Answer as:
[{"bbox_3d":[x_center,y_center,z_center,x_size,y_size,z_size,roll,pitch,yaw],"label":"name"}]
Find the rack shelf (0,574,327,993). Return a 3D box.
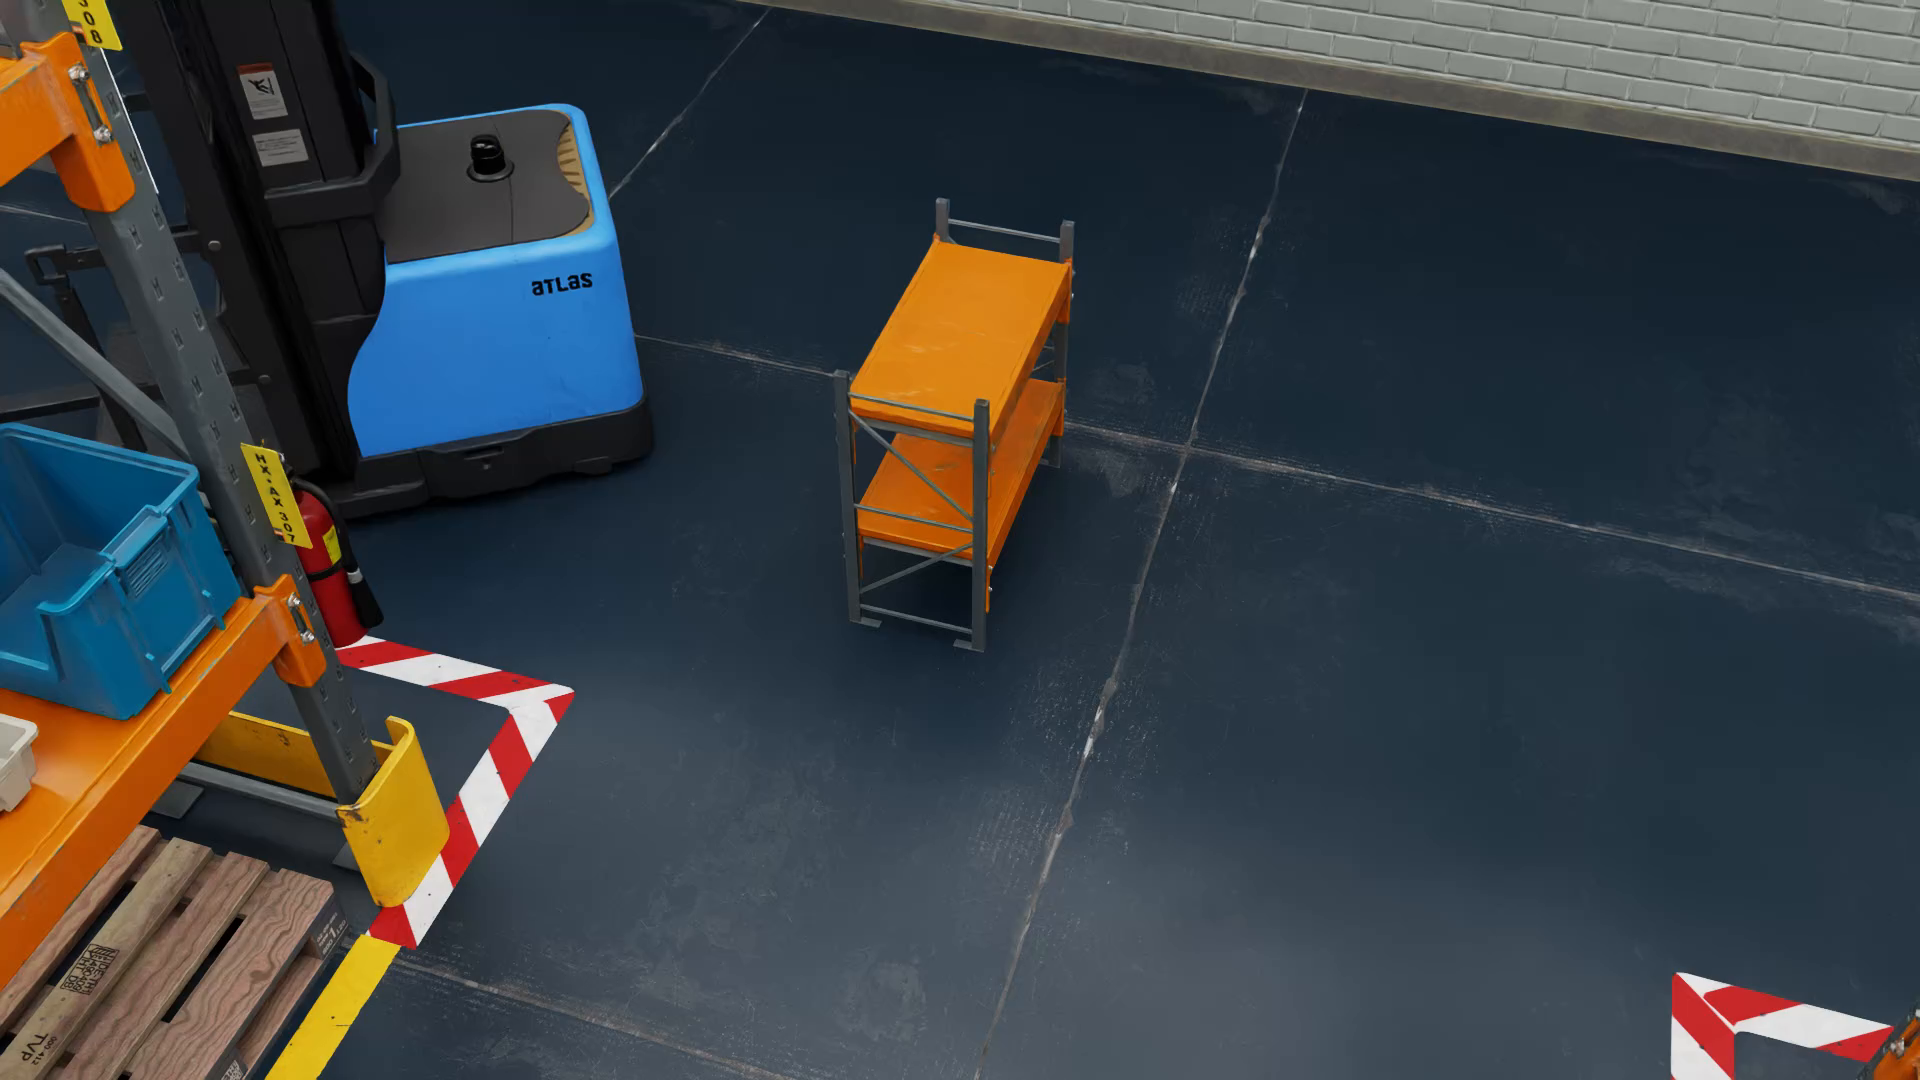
[{"bbox_3d":[-2.816,1.438,3.151,1.077,0.370,4.000,13,46,13],"label":"rack shelf"}]

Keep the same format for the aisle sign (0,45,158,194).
[{"bbox_3d":[-1.910,-1.068,3.338,0.394,0.787,0.004,13,46,13],"label":"aisle sign"}]

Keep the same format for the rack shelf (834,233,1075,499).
[{"bbox_3d":[0.002,-0.616,5.656,0.538,0.278,1.000,13,46,13],"label":"rack shelf"}]

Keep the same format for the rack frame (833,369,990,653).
[{"bbox_3d":[-0.152,-0.068,5.515,0.500,1.125,0.032,13,46,13],"label":"rack frame"}]

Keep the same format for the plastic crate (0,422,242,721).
[{"bbox_3d":[-2.134,0.076,3.959,0.616,0.435,0.499,13,46,13],"label":"plastic crate"}]

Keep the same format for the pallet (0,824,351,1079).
[{"bbox_3d":[-2.497,1.386,4.683,1.003,0.211,1.213,13,46,13],"label":"pallet"}]

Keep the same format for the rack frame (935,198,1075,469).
[{"bbox_3d":[0.156,-0.745,6.207,0.500,1.125,0.032,13,46,13],"label":"rack frame"}]

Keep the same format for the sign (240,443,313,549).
[{"bbox_3d":[-1.682,-0.105,4.096,0.100,0.325,0.005,13,46,13],"label":"sign"}]

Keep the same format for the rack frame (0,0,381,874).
[{"bbox_3d":[-2.211,-0.153,4.261,1.000,3.000,0.127,13,46,13],"label":"rack frame"}]

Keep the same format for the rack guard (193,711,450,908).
[{"bbox_3d":[-2.216,0.722,5.155,1.175,0.500,0.348,13,46,13],"label":"rack guard"}]

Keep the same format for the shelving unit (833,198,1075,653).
[{"bbox_3d":[0.002,-0.407,5.861,0.538,1.125,1.048,13,46,13],"label":"shelving unit"}]

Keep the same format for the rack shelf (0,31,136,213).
[{"bbox_3d":[-2.816,0.366,2.101,1.077,0.370,4.000,13,46,13],"label":"rack shelf"}]

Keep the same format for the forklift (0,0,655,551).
[{"bbox_3d":[-2.776,-1.382,5.566,3.031,2.935,1.130,-12,46,-12],"label":"forklift"}]

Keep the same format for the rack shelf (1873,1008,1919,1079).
[{"bbox_3d":[1.904,2.487,2.078,1.077,0.370,4.000,13,46,13],"label":"rack shelf"}]

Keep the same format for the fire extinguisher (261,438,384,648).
[{"bbox_3d":[-1.732,0.004,4.423,0.296,0.674,0.183,13,46,13],"label":"fire extinguisher"}]

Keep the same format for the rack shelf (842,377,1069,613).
[{"bbox_3d":[0.002,-0.232,6.032,0.538,0.278,1.000,13,46,13],"label":"rack shelf"}]

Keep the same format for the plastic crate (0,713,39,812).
[{"bbox_3d":[-2.285,0.502,3.738,0.396,0.136,0.243,13,46,13],"label":"plastic crate"}]

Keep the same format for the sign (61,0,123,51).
[{"bbox_3d":[-1.682,-1.082,3.141,0.100,0.325,0.005,13,46,13],"label":"sign"}]
